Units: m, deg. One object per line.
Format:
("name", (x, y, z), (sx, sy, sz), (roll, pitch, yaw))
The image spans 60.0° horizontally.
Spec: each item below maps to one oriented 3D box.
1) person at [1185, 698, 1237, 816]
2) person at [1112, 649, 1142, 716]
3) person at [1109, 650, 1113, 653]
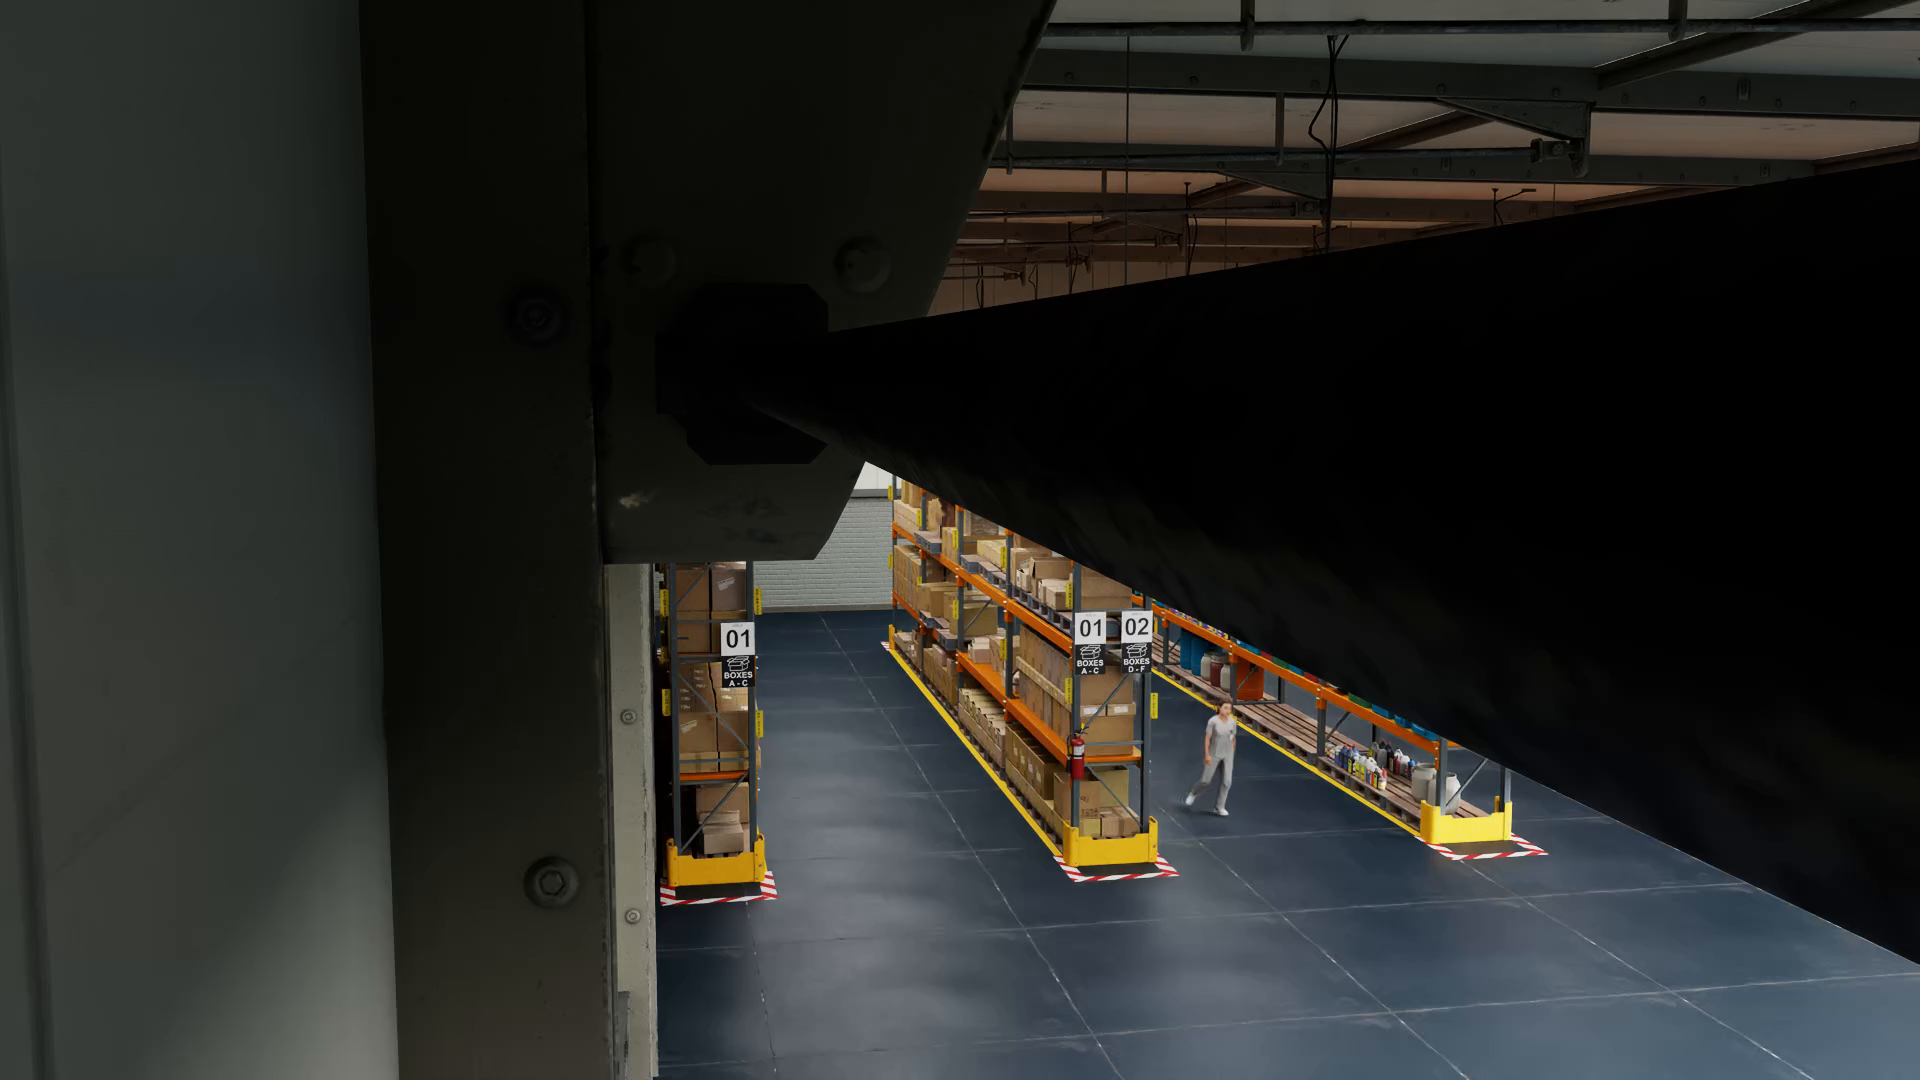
("person", (3.519, 2.995, 23.219), (0.641, 1.645, 0.576), (-1, 6, -10))
("person", (3.085, 2.276, 30.008), (0.733, 1.736, 1.014), (0, 6, -3))
("person", (2.348, 2.528, 28.024), (0.734, 1.541, 1.058), (0, 6, -4))
